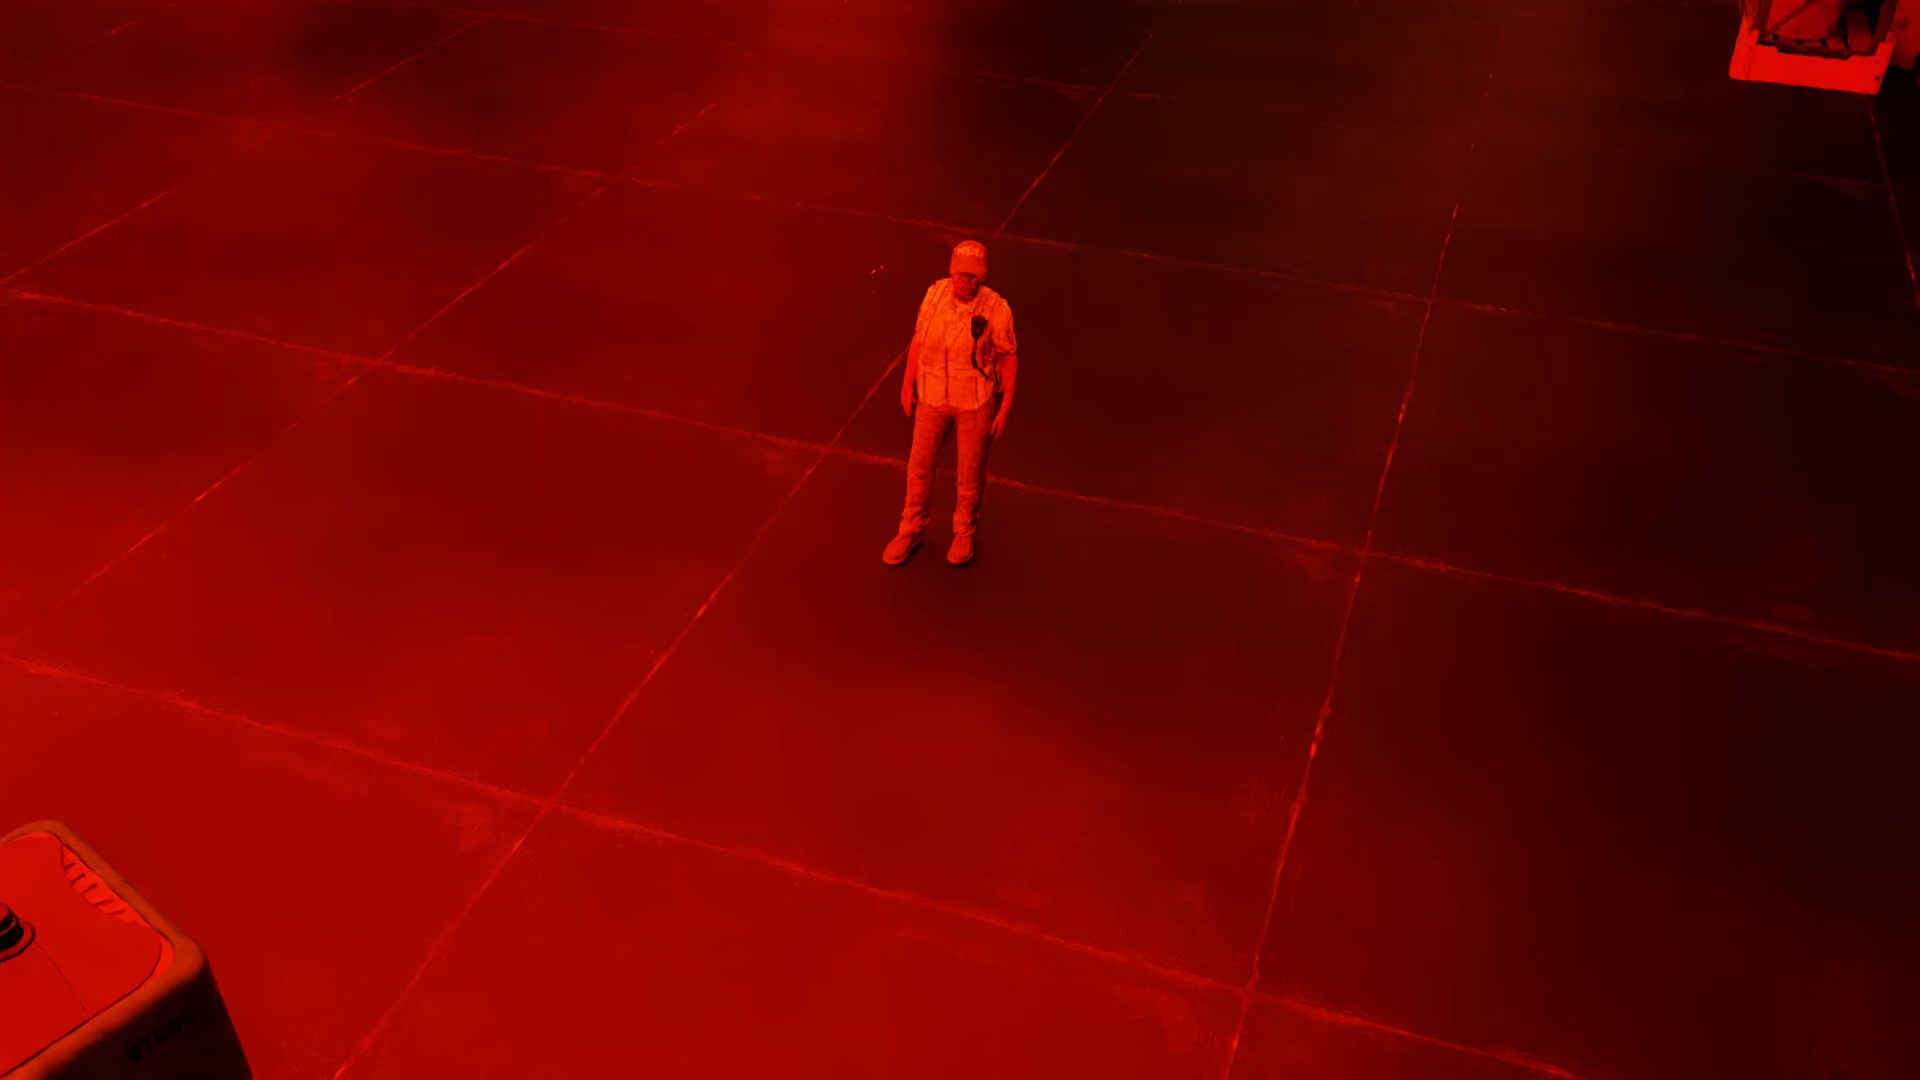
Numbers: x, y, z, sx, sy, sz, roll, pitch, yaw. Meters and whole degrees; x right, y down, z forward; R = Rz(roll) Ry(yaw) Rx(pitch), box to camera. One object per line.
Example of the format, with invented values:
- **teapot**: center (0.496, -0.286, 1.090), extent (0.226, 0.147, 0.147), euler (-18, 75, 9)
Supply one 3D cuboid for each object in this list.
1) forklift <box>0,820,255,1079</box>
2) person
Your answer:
- **forklift**: center (-3.597, 1.417, 4.113), extent (1.130, 2.935, 3.031), euler (25, 43, 31)
- **person**: center (-0.047, -0.648, 8.106), extent (0.598, 1.669, 0.529), euler (12, 37, 16)
